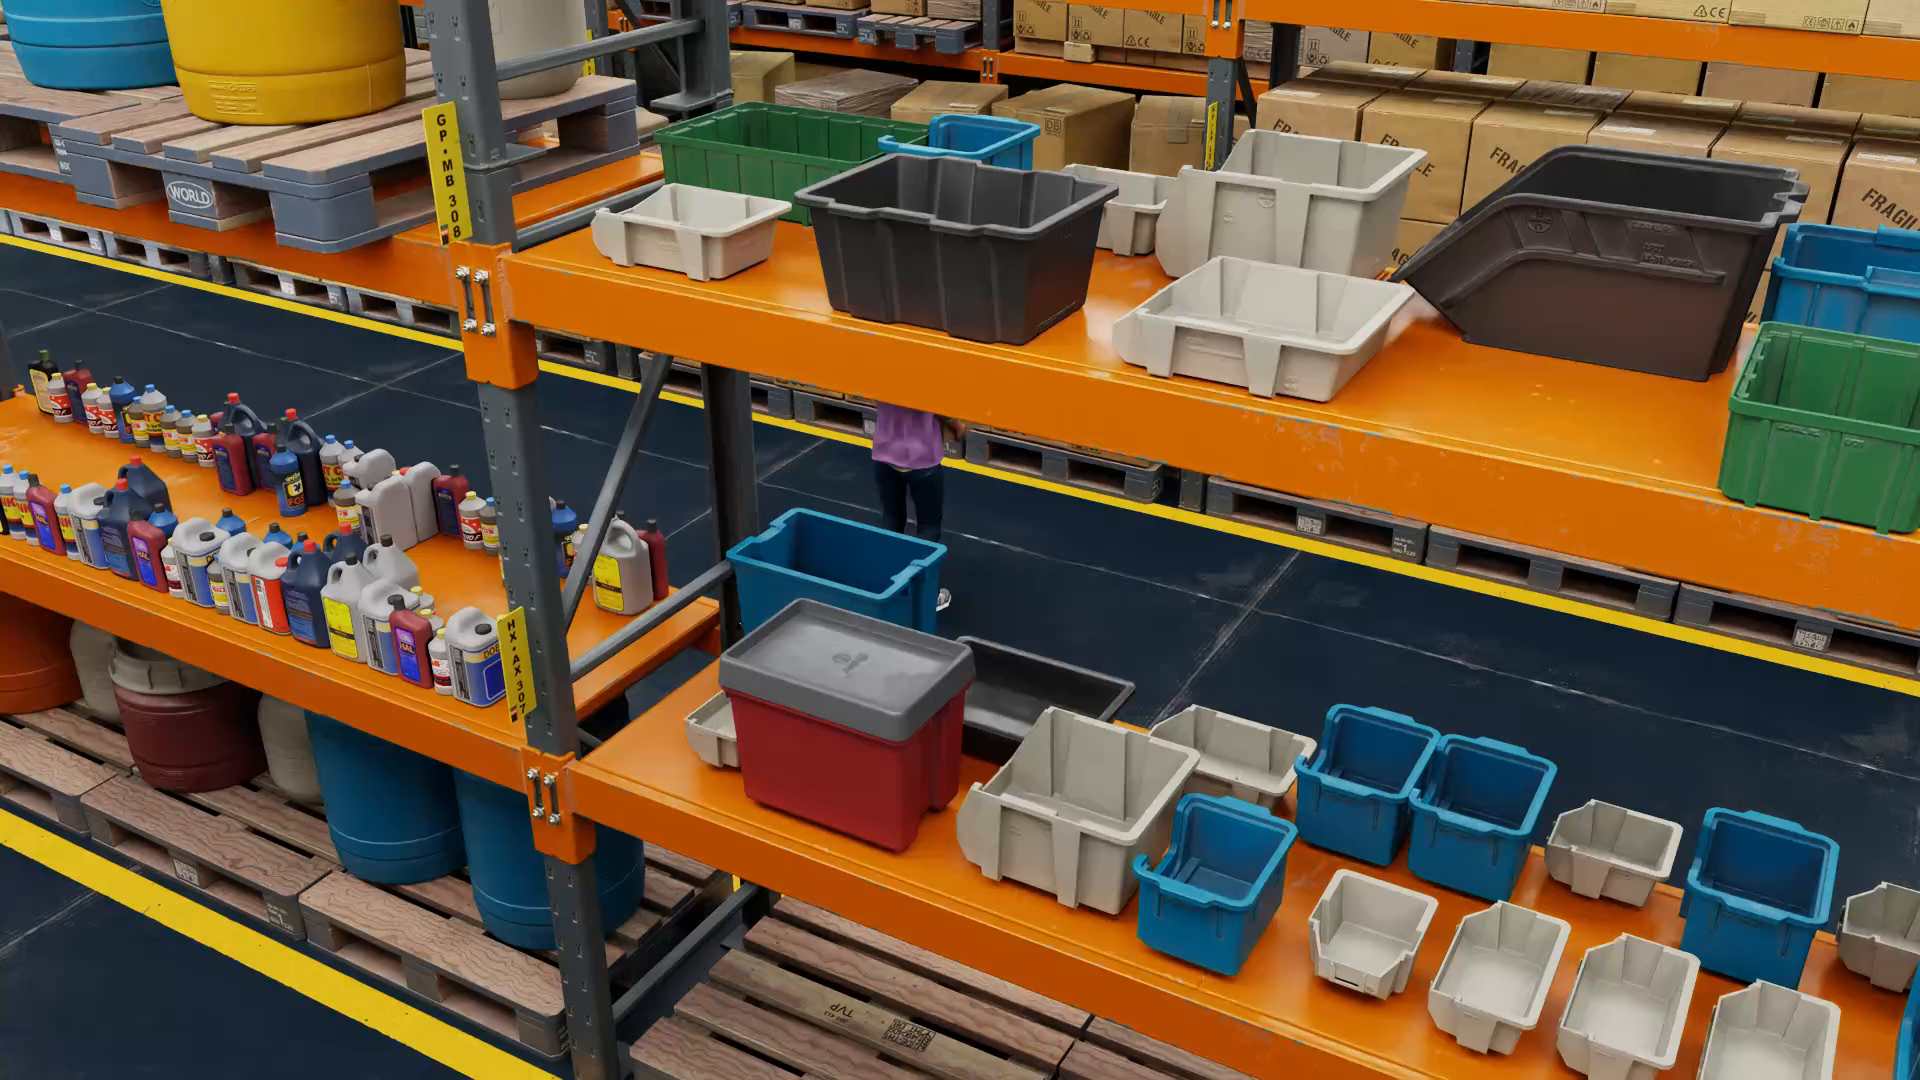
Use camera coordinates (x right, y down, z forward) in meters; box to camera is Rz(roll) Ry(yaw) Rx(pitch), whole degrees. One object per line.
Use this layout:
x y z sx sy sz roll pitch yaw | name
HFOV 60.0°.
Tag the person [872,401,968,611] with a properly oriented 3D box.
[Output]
-0.209 -0.413 7.946 0.406 1.588 0.500 15 30 26 | person
